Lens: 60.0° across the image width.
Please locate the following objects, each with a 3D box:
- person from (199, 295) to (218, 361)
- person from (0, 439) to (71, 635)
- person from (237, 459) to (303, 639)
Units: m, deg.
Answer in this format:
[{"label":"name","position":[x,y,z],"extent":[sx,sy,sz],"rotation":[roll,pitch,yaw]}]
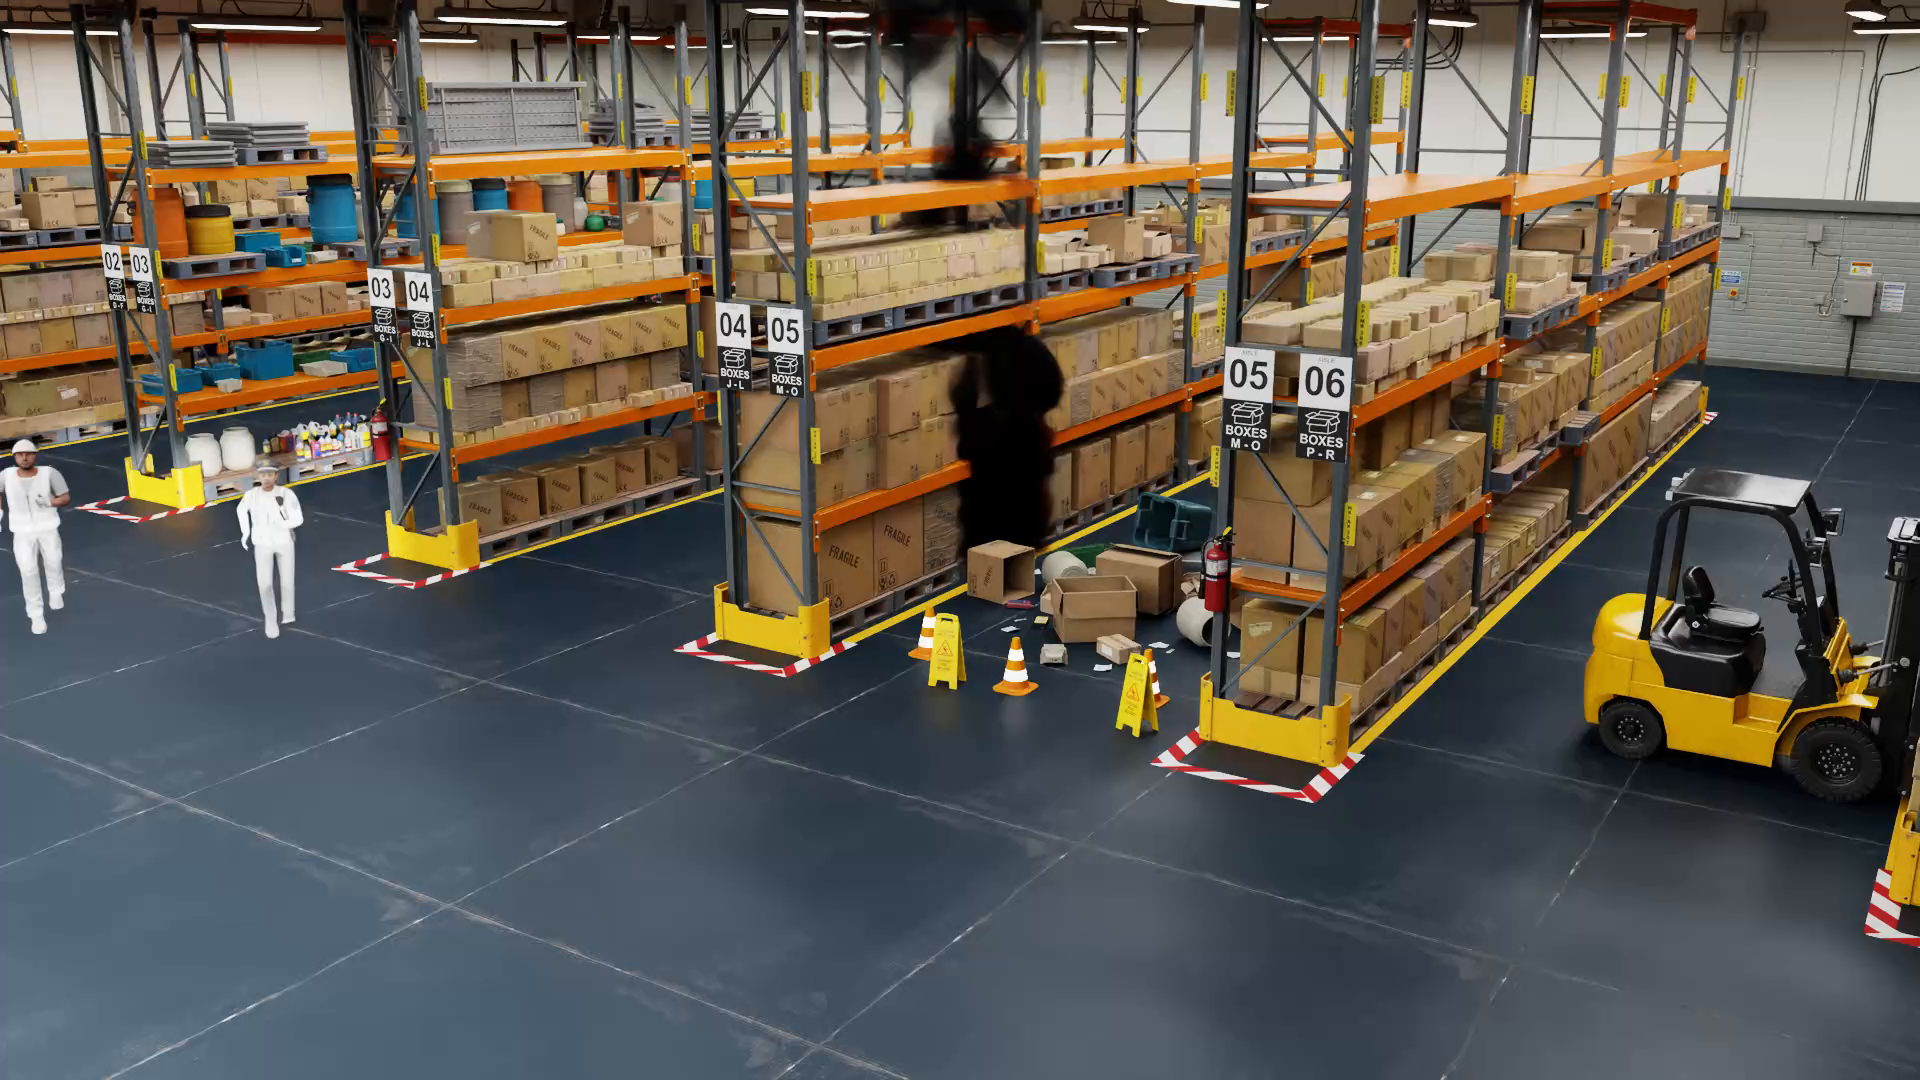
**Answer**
[{"label":"person","position":[-12.645,-3.358,28.267],"extent":[0.620,1.614,0.843],"rotation":[8,18,27]},{"label":"person","position":[-8.952,-0.081,16.113],"extent":[0.672,1.816,0.898],"rotation":[-8,18,-27]},{"label":"person","position":[-6.513,0.072,15.762],"extent":[0.573,1.723,0.703],"rotation":[-6,17,-20]}]
